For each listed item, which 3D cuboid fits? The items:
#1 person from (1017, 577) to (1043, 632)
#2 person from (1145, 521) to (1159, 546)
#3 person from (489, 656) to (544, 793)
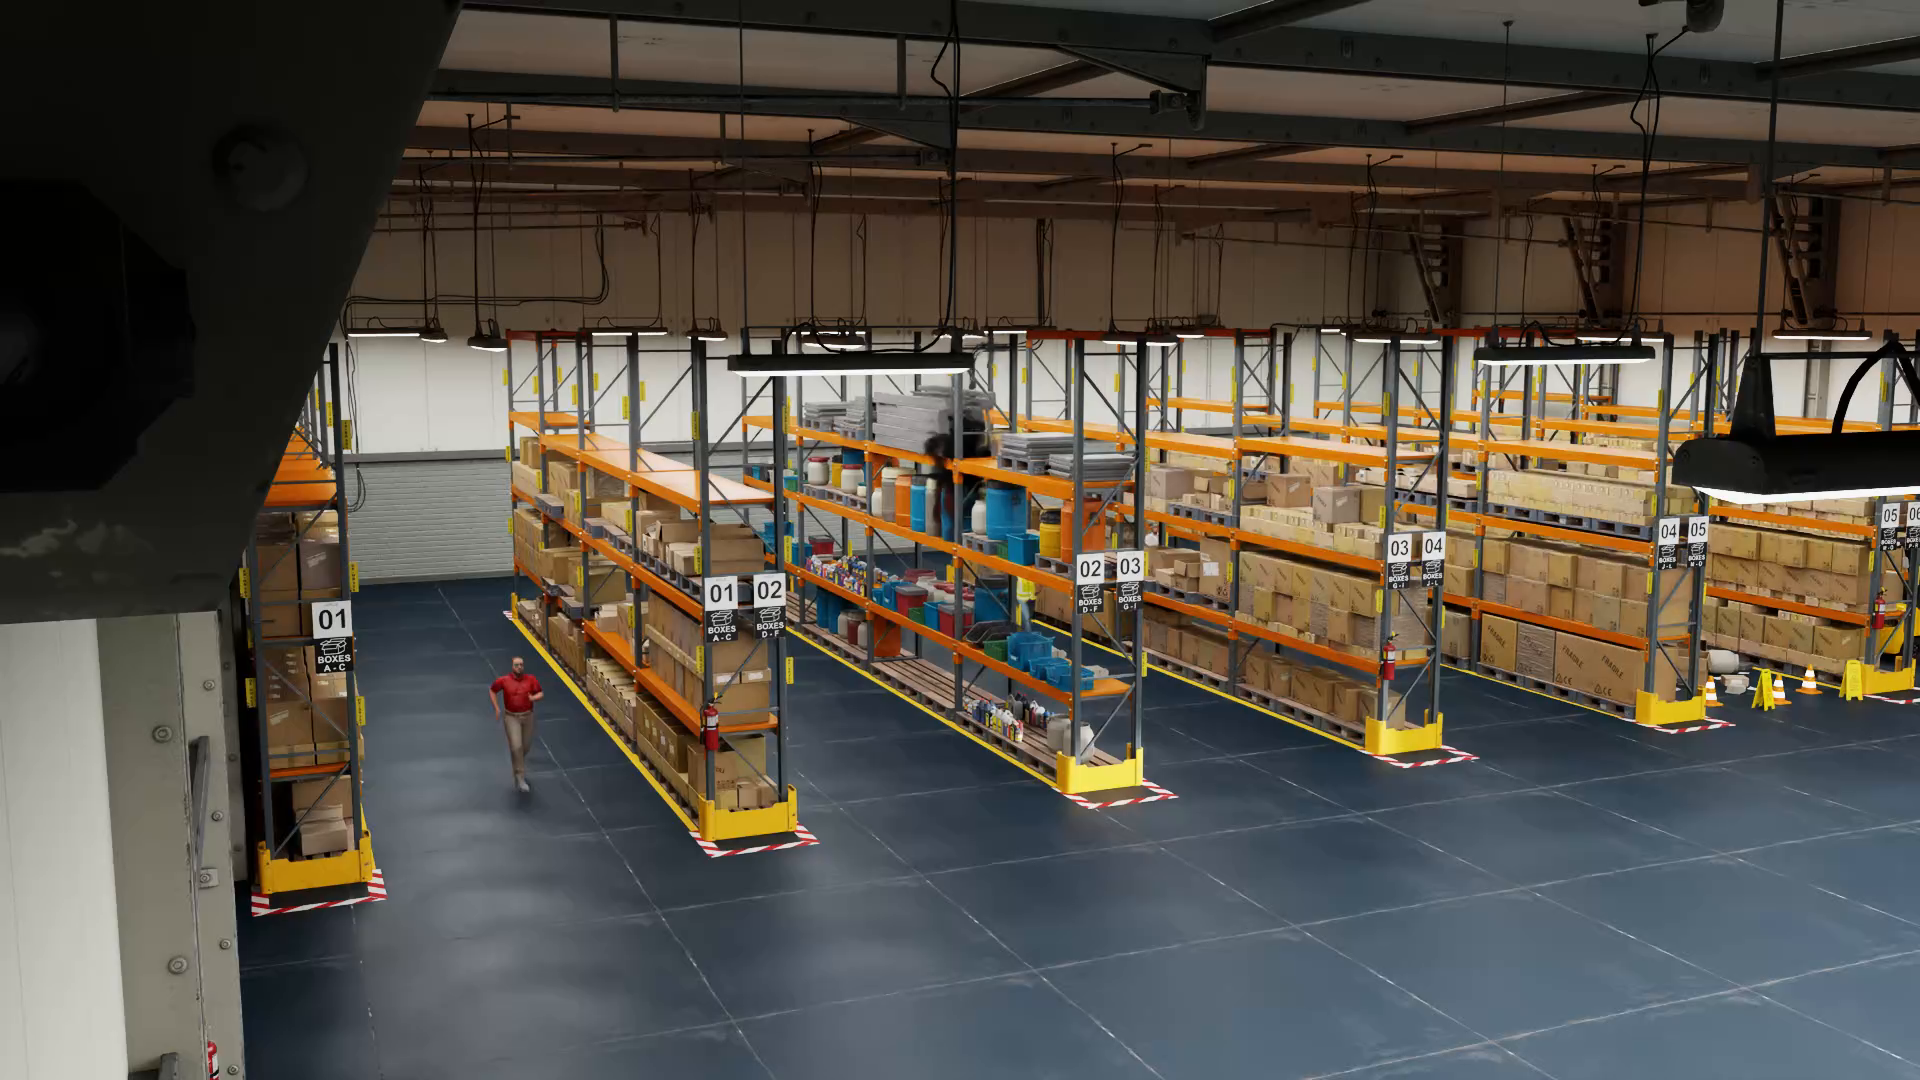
[{"bbox_3d":[1.269,1.151,31.845,0.666,1.775,1.141,-4,9,-25],"label":"person"},{"bbox_3d":[4.363,0.405,37.543,0.625,1.701,0.858,-3,8,-22],"label":"person"},{"bbox_3d":[-5.928,2.427,22.366,0.656,1.744,0.954,-5,9,-33],"label":"person"}]
